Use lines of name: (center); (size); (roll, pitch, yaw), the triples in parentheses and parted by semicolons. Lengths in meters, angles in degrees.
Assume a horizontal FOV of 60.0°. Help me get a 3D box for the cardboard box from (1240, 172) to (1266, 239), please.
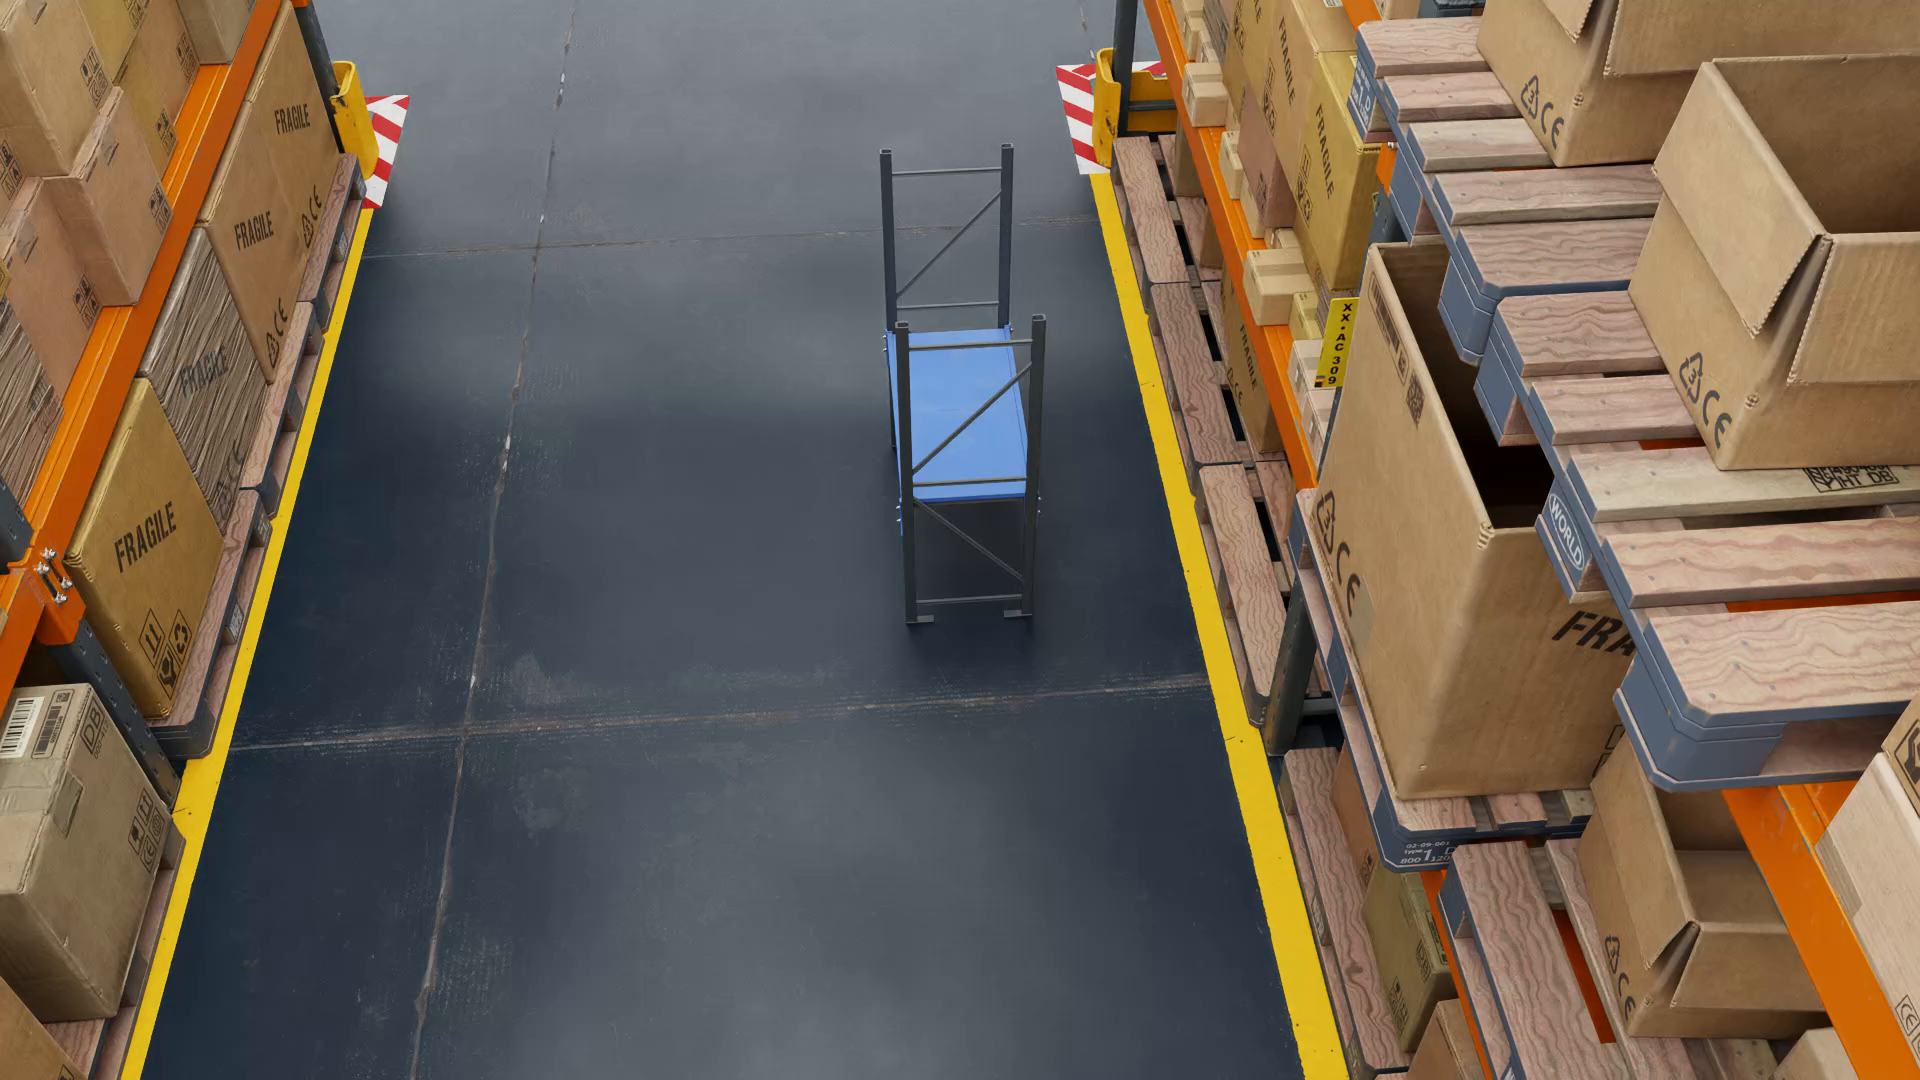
cardboard box: (1.260, -1.262, 6.189); (0.380, 0.149, 0.250); (-3, 47, -3)

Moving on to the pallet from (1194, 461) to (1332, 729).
pallet: (1.535, 0.172, 6.578); (1.003, 0.211, 1.213); (-3, 47, -3)

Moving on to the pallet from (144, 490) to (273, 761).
pallet: (-3.310, 0.329, 6.429); (1.003, 0.211, 1.213); (-3, 47, -3)

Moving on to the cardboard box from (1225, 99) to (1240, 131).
cardboard box: (1.260, -1.626, 6.534); (0.380, 0.149, 0.250); (-3, 47, -3)

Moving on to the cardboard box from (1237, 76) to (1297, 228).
cardboard box: (1.501, -1.489, 5.957); (0.875, 0.500, 0.500); (-3, 47, -3)

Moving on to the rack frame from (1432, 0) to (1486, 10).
rack frame: (1.626, -2.366, 2.929); (1.000, 3.000, 0.127); (-3, 47, -3)

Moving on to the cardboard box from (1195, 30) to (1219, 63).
cardboard box: (1.189, -1.986, 6.875); (0.380, 0.149, 0.250); (-3, 47, -3)

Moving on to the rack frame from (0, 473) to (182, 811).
rack frame: (-3.325, -0.075, 4.891); (1.000, 3.000, 0.127); (-3, 47, -3)

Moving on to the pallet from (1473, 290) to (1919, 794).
pallet: (1.662, -0.067, 2.947); (1.213, 0.211, 1.003); (-3, 47, -3)

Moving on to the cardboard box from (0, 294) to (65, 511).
cardboard box: (-3.367, -0.393, 5.089); (0.875, 0.550, 0.550); (-3, 47, -3)

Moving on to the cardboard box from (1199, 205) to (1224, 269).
cardboard box: (1.411, -1.599, 7.767); (0.500, 0.500, 0.500); (8, 47, 7)

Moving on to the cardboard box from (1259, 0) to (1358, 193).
cardboard box: (1.271, -1.454, 5.235); (0.500, 0.500, 0.500); (-3, 47, -3)

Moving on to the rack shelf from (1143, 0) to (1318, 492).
rack shelf: (1.459, -1.503, 6.739); (1.077, 0.370, 4.000); (-3, 47, -3)

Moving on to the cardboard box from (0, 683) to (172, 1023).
cardboard box: (-3.183, 0.998, 5.136); (1.050, 0.750, 0.750); (-4, 47, -3)

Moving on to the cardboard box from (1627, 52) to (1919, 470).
cardboard box: (1.647, -0.487, 2.855); (0.797, 0.503, 0.637); (-2, 47, -2)

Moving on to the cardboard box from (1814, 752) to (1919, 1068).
cardboard box: (1.583, 0.560, 2.327); (0.500, 0.250, 0.500); (-2, 47, -2)

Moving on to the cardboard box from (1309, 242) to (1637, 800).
cardboard box: (1.553, -0.070, 4.185); (1.000, 1.000, 1.000); (-3, 47, -3)

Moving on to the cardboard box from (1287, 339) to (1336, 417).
cardboard box: (1.304, -0.536, 5.501); (0.380, 0.149, 0.250); (-3, 47, -3)

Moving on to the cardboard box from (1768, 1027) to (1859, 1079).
cardboard box: (2.050, 1.272, 3.430); (0.500, 0.250, 0.500); (-5, 47, -4)

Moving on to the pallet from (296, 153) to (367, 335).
pallet: (-3.515, -1.436, 8.101); (1.003, 0.211, 1.213); (-3, 47, -3)

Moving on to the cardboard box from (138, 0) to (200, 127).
cardboard box: (-3.594, -1.945, 6.560); (0.875, 0.550, 0.550); (-3, 47, -3)

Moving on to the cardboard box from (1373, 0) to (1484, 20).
cardboard box: (1.328, -1.597, 4.370); (0.500, 0.250, 0.500); (-2, 47, -2)

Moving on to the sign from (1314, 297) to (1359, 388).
sign: (1.086, -0.562, 4.757); (0.100, 0.325, 0.005); (-3, 47, -3)

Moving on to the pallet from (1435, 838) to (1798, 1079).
pallet: (1.755, 1.227, 3.790); (1.003, 0.211, 1.213); (-3, 47, -3)

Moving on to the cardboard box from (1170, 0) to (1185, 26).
cardboard box: (1.127, -2.347, 7.216); (0.380, 0.149, 0.250); (-3, 47, -3)

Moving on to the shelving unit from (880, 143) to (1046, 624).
shelving unit: (-0.007, -0.577, 6.400); (0.538, 1.500, 1.048); (-3, 47, -3)

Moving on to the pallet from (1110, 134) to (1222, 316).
pallet: (1.331, -1.593, 8.250); (1.003, 0.211, 1.213); (-3, 47, -3)

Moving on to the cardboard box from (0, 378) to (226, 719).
cardboard box: (-3.307, 0.052, 5.945); (0.875, 0.875, 0.875); (-3, 47, -3)

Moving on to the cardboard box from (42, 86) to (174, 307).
cardboard box: (-3.364, -1.187, 5.841); (0.875, 0.550, 0.550); (-3, 47, -3)

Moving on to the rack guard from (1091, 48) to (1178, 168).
rack guard: (1.298, -2.283, 8.704); (1.175, 0.500, 0.348); (-3, 47, -3)

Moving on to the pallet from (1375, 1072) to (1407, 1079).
pallet: (1.798, 2.104, 4.749); (1.003, 0.211, 1.213); (-3, 47, -3)

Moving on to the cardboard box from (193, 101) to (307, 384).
cardboard box: (-3.461, -1.259, 7.188); (0.875, 0.875, 0.875); (-4, 47, -4)

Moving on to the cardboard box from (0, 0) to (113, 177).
cardboard box: (-3.391, -1.557, 5.448); (0.875, 0.550, 0.550); (-3, 47, -3)

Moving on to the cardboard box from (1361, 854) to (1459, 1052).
cardboard box: (1.678, 1.197, 5.106); (0.700, 0.500, 0.500); (-4, 47, -4)

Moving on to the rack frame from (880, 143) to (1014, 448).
rack frame: (-0.050, -0.945, 6.749); (0.500, 1.500, 0.032); (-3, 47, -3)

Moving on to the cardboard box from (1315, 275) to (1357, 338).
cardboard box: (1.650, -0.769, 5.275); (0.875, 0.500, 0.500); (-3, 47, -3)

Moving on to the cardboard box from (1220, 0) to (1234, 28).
cardboard box: (1.192, -2.178, 5.921); (0.500, 0.500, 0.500); (-3, 47, -3)

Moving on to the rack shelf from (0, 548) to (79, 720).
rack shelf: (-3.157, 1.620, 3.782); (1.077, 0.370, 4.000); (-3, 47, -3)

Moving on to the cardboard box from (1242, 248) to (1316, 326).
cardboard box: (1.211, -0.894, 5.841); (0.380, 0.149, 0.250); (-3, 47, -3)

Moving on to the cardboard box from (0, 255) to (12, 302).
cardboard box: (-3.321, -0.767, 4.700); (0.875, 0.550, 0.550); (-3, 47, -3)

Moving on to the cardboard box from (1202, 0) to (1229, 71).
cardboard box: (1.471, -2.215, 6.645); (0.875, 0.500, 0.500); (-3, 47, -3)

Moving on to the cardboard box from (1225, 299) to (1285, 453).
cardboard box: (1.447, -0.738, 6.952); (0.500, 0.500, 0.500); (-7, 47, -7)

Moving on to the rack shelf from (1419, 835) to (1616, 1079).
rack shelf: (1.794, 1.391, 3.998); (1.077, 0.370, 4.000); (-3, 47, -3)
